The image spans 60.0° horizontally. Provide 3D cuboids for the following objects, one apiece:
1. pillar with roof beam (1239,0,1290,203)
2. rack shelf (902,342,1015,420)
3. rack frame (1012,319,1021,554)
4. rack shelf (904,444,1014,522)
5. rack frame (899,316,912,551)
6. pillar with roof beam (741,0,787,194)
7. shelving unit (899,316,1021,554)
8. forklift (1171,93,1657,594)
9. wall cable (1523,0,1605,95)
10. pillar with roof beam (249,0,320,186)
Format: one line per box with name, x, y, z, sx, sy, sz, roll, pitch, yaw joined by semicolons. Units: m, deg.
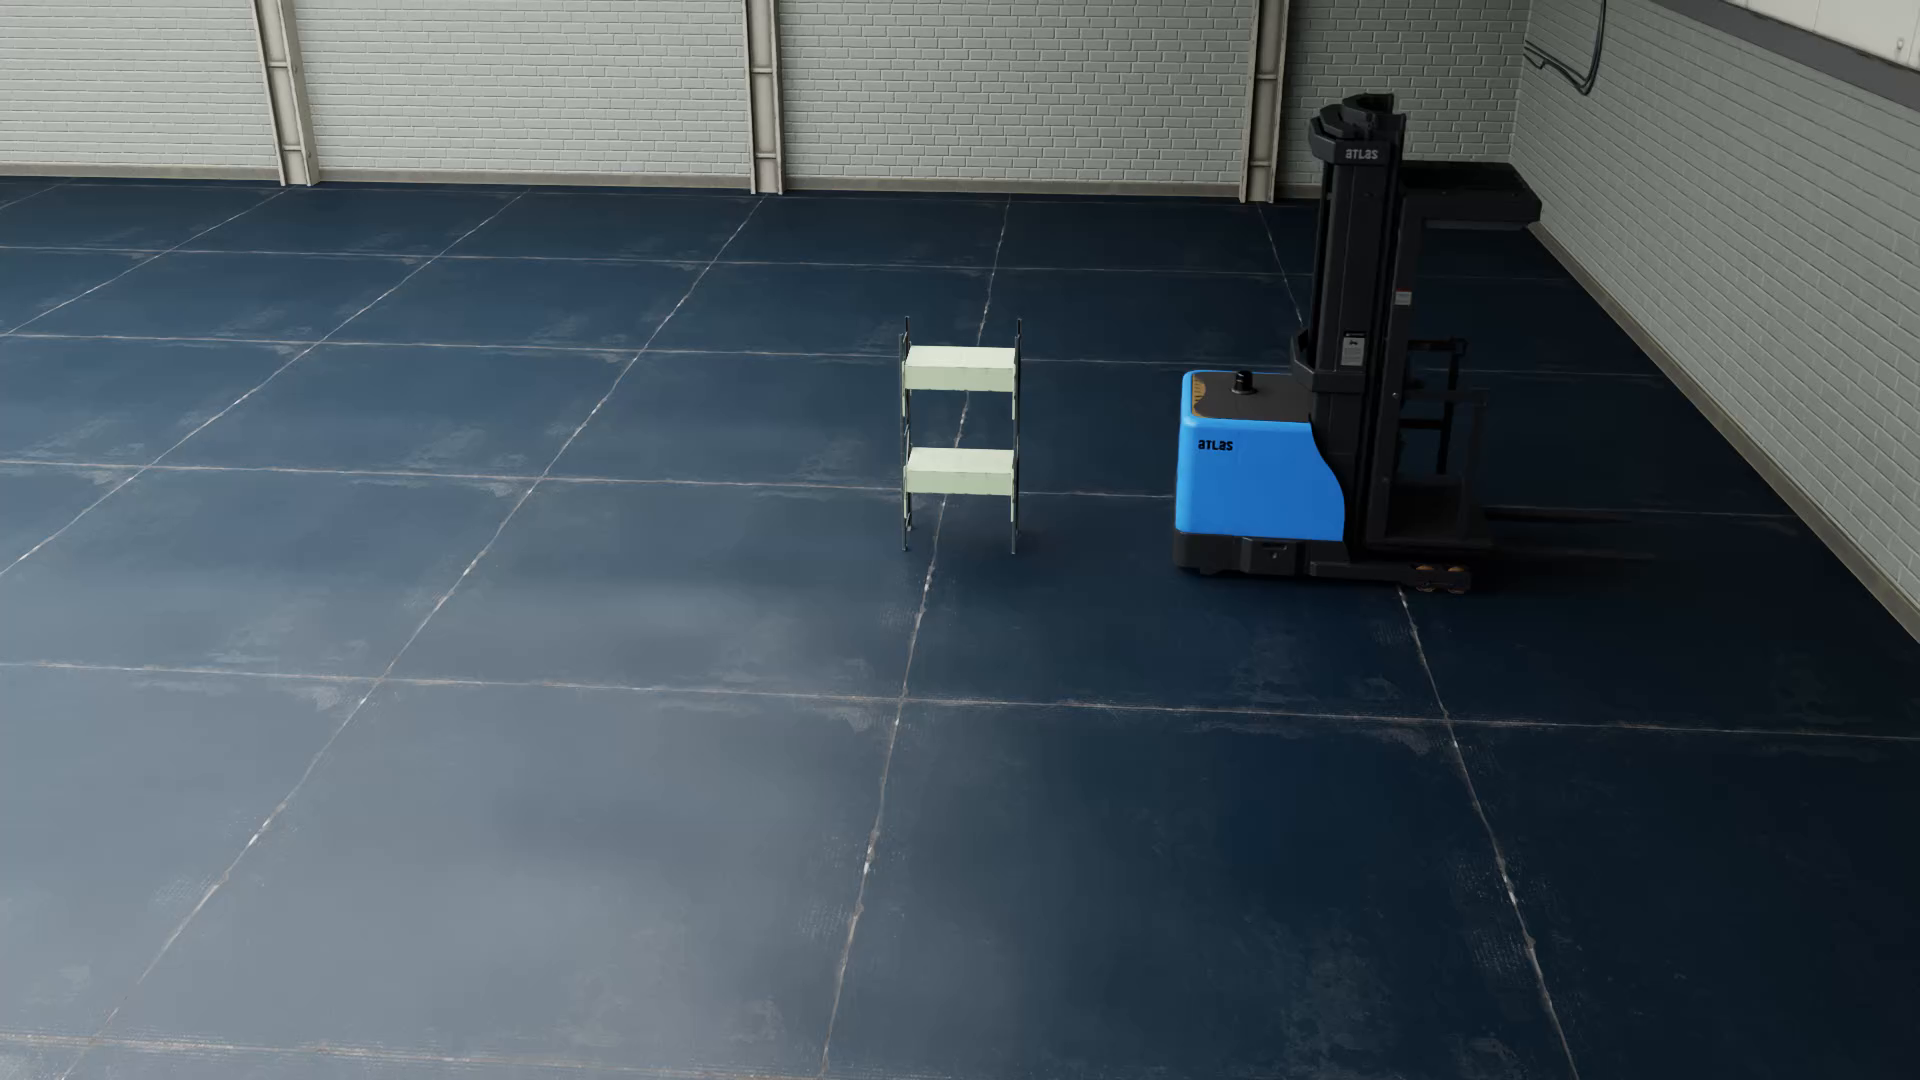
pillar with roof beam;3.279;-6.440;14.481;0.400;9.000;9.100;2;25;4
rack shelf;0.007;-1.036;10.773;0.720;0.370;0.431;2;25;4
rack frame;0.372;-0.669;10.911;0.023;1.500;0.400;2;25;4
rack shelf;0.007;-0.385;11.072;0.720;0.370;0.431;2;25;4
rack frame;-0.358;-0.693;10.961;0.023;1.500;0.400;2;25;4
pillar with roof beam;-2.704;-6.632;14.898;0.400;9.000;9.100;2;25;4
shelving unit;0.007;-0.681;10.936;0.755;1.500;0.431;2;25;4
forklift;2.928;-1.228;10.412;3.031;2.935;1.130;3;25;7
wall cable;6.445;-6.178;17.626;0.112;2.526;3.097;2;25;4
pillar with roof beam;-8.686;-6.824;15.315;0.400;9.000;9.100;2;25;4
